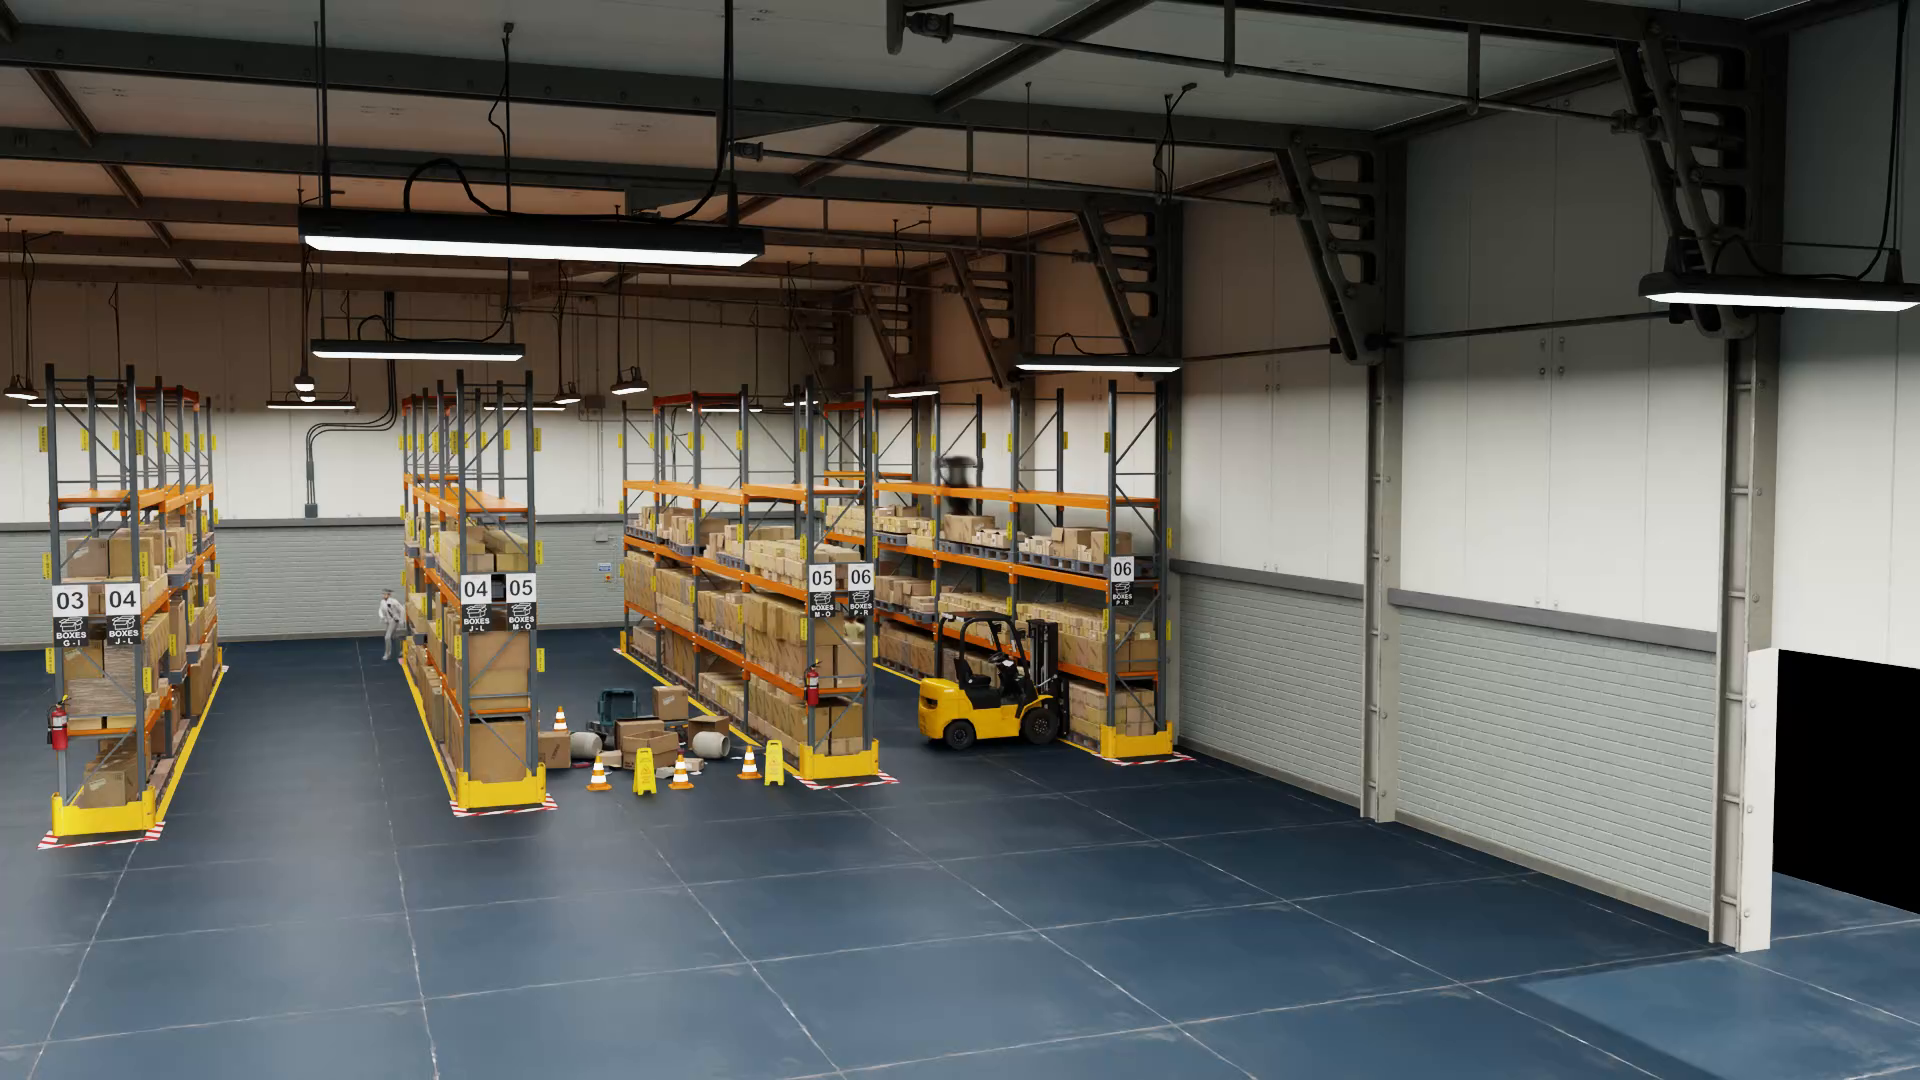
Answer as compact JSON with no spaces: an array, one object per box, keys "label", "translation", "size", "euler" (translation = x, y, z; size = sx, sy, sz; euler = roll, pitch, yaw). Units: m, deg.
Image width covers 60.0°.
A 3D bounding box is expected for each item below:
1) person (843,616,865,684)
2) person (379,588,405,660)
[{"label":"person","translation":[-2.134,2.247,34.025],"size":[0.686,1.601,0.585],"euler":[0,3,1]},{"label":"person","translation":[-13.137,1.934,38.621],"size":[0.601,1.678,0.822],"euler":[2,4,32]}]
